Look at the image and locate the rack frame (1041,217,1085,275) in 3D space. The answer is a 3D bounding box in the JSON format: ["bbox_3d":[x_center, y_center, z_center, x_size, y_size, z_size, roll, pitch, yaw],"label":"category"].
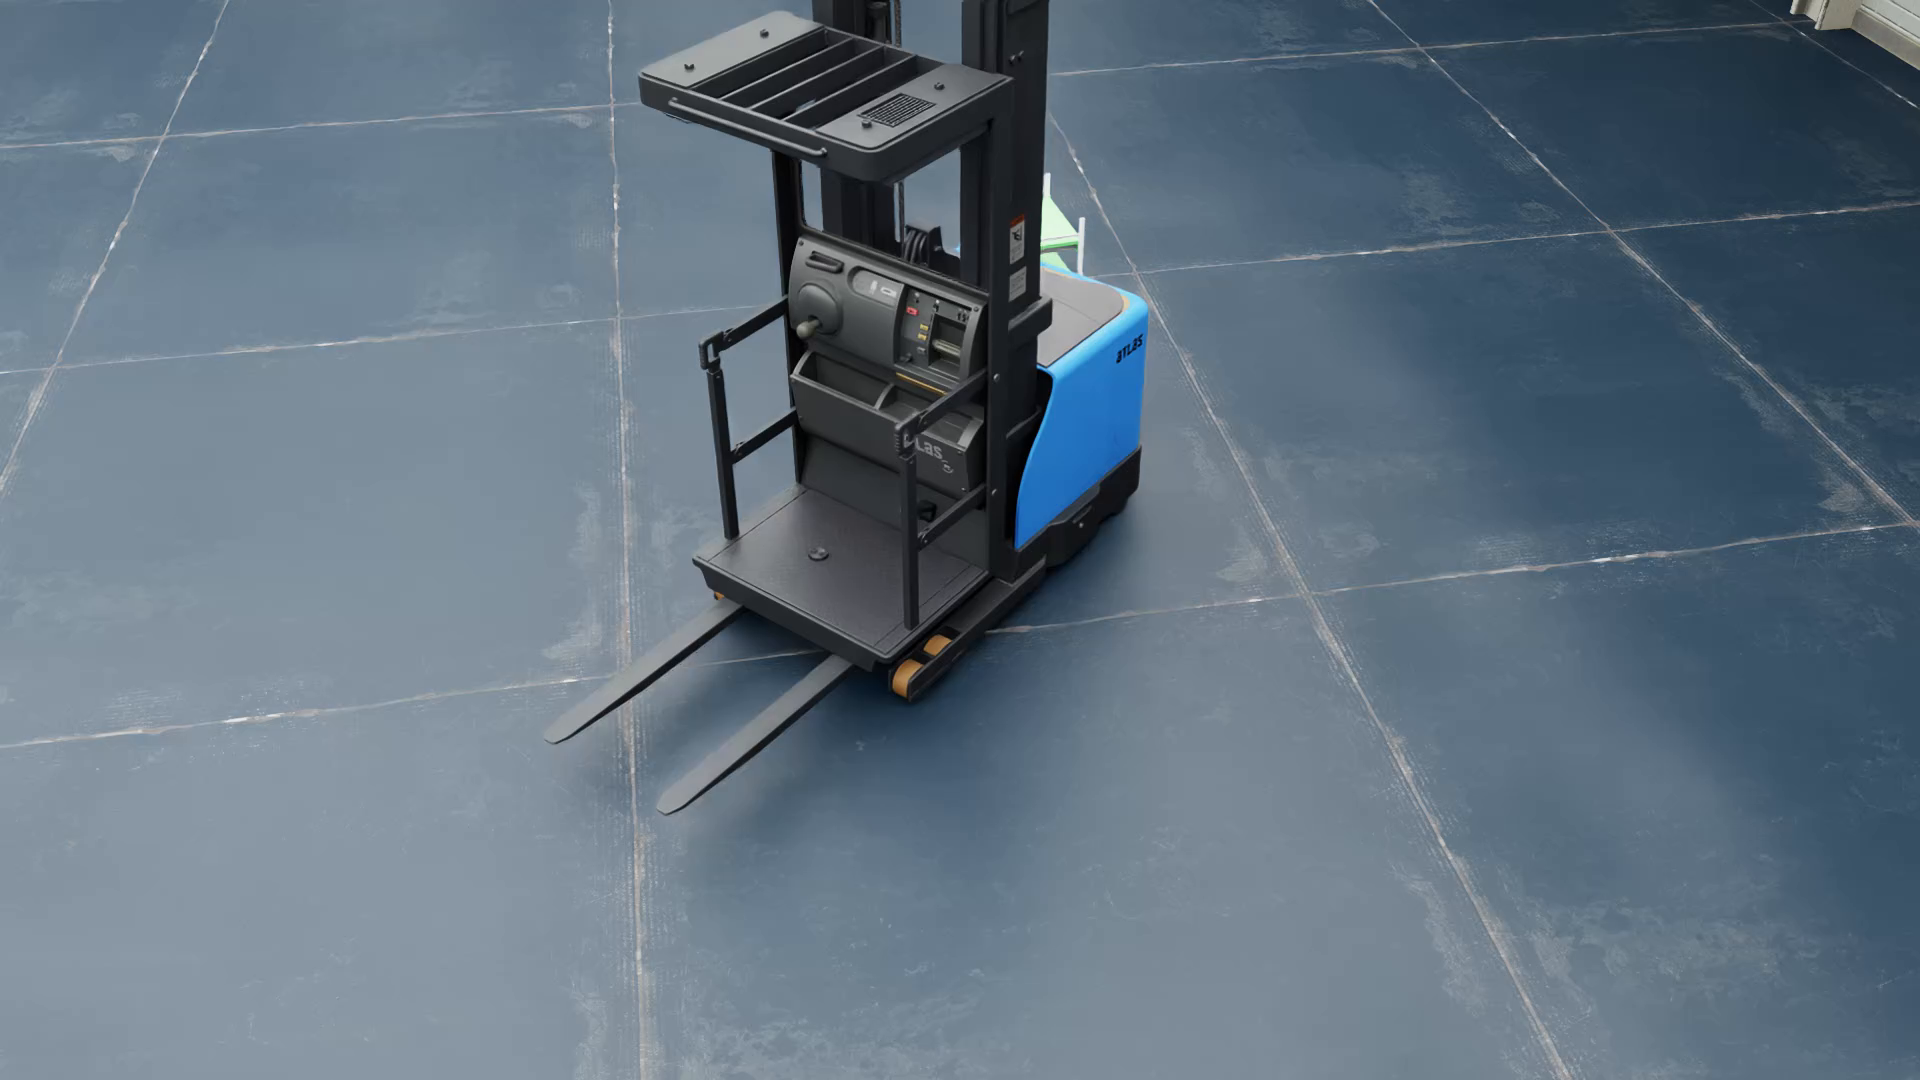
[{"bbox_3d":[0.462,-0.999,8.059,0.240,1.200,0.015,-10,39,-13],"label":"rack frame"}]

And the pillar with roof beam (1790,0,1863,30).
[{"bbox_3d":[2.487,-7.152,9.621,9.100,9.000,0.400,-6,38,-8],"label":"pillar with roof beam"}]

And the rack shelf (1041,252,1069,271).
[{"bbox_3d":[0.392,-1.282,8.135,0.258,0.148,0.480,-10,39,-13],"label":"rack shelf"}]

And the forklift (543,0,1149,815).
[{"bbox_3d":[-0.431,-0.838,6.440,1.130,2.935,3.031,25,44,28],"label":"forklift"}]

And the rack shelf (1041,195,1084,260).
[{"bbox_3d":[0.392,-1.472,7.988,0.258,0.148,0.480,-10,39,-13],"label":"rack shelf"}]

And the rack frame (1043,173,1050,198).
[{"bbox_3d":[0.322,-1.286,8.428,0.240,1.200,0.015,-10,39,-13],"label":"rack frame"}]

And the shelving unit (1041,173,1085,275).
[{"bbox_3d":[0.392,-1.143,8.243,0.258,1.200,0.503,-10,39,-13],"label":"shelving unit"}]
